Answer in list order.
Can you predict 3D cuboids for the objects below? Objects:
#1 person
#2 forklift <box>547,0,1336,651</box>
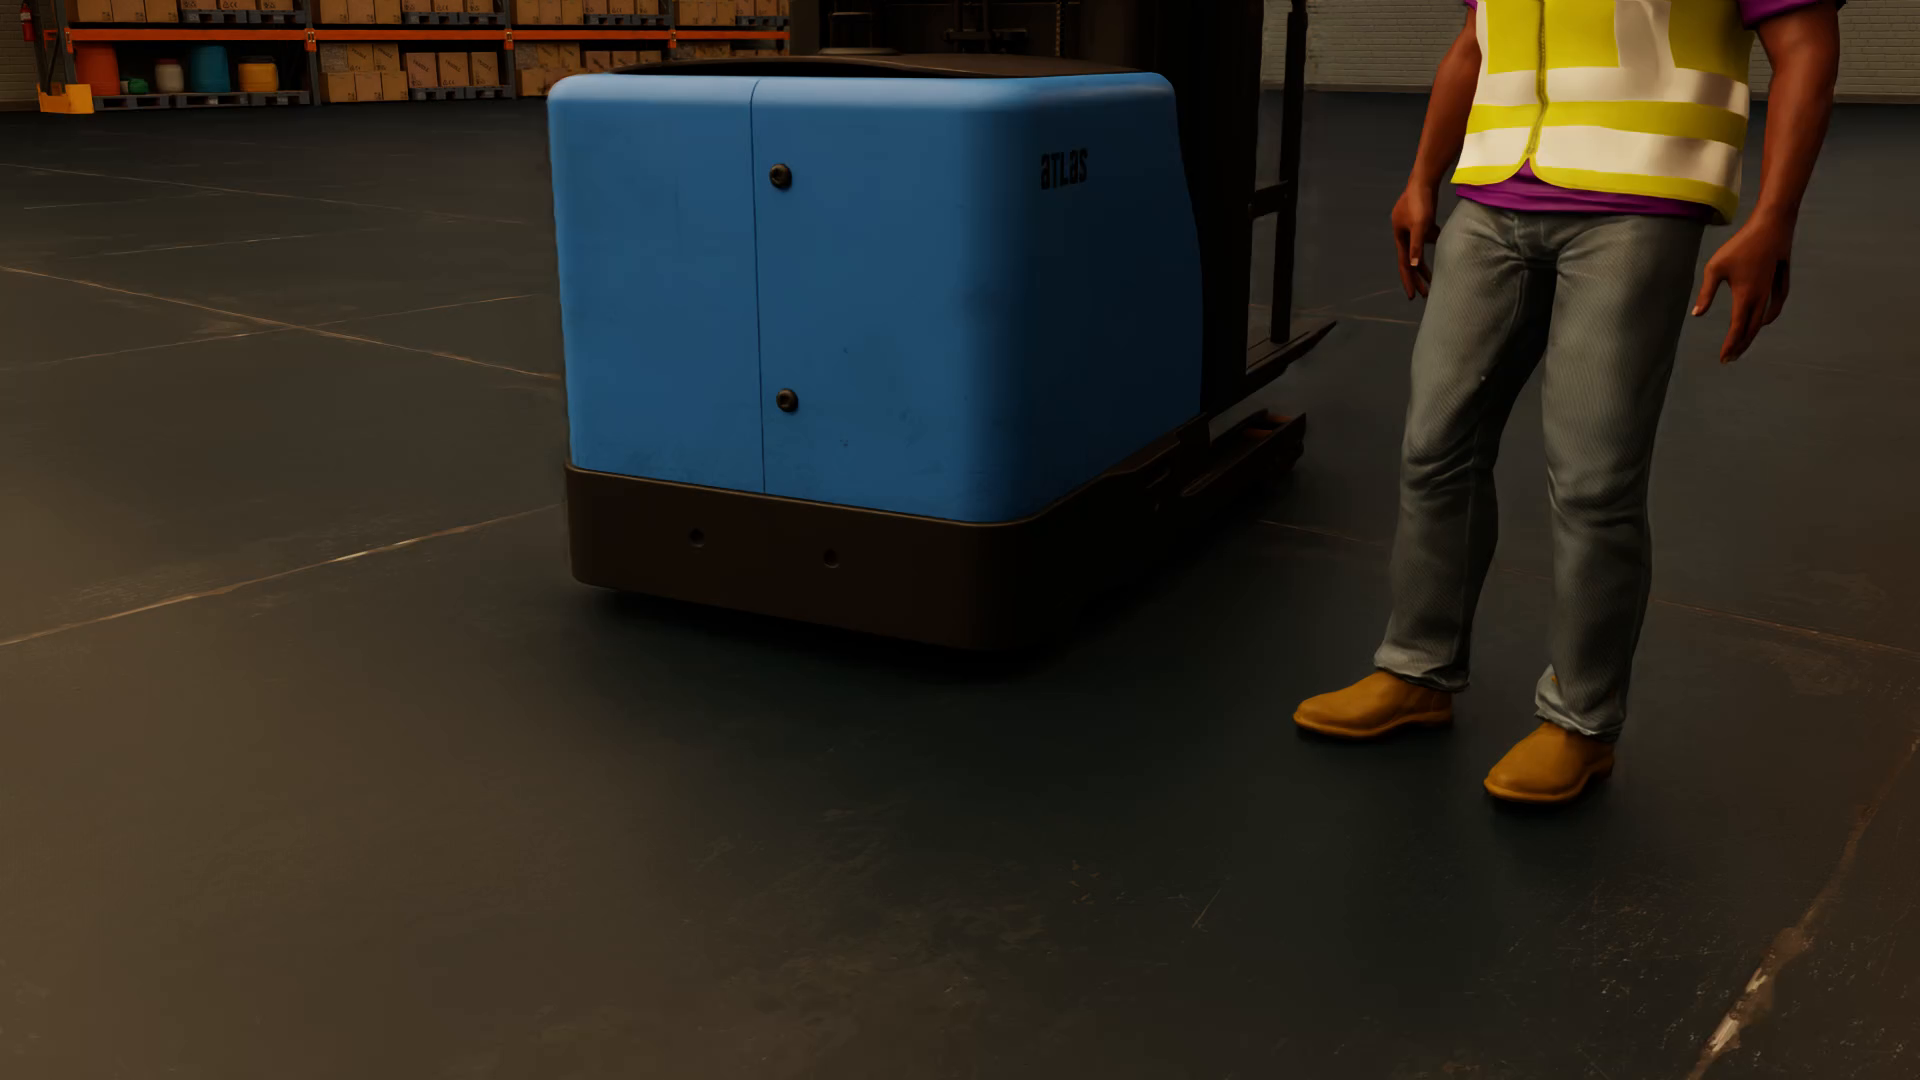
[{"bbox_3d":[0.910,-0.487,2.513,0.493,1.766,0.699,-11,20,-33],"label":"person"},{"bbox_3d":[0.295,-1.581,4.106,1.130,2.935,3.031,8,19,25],"label":"forklift"}]
